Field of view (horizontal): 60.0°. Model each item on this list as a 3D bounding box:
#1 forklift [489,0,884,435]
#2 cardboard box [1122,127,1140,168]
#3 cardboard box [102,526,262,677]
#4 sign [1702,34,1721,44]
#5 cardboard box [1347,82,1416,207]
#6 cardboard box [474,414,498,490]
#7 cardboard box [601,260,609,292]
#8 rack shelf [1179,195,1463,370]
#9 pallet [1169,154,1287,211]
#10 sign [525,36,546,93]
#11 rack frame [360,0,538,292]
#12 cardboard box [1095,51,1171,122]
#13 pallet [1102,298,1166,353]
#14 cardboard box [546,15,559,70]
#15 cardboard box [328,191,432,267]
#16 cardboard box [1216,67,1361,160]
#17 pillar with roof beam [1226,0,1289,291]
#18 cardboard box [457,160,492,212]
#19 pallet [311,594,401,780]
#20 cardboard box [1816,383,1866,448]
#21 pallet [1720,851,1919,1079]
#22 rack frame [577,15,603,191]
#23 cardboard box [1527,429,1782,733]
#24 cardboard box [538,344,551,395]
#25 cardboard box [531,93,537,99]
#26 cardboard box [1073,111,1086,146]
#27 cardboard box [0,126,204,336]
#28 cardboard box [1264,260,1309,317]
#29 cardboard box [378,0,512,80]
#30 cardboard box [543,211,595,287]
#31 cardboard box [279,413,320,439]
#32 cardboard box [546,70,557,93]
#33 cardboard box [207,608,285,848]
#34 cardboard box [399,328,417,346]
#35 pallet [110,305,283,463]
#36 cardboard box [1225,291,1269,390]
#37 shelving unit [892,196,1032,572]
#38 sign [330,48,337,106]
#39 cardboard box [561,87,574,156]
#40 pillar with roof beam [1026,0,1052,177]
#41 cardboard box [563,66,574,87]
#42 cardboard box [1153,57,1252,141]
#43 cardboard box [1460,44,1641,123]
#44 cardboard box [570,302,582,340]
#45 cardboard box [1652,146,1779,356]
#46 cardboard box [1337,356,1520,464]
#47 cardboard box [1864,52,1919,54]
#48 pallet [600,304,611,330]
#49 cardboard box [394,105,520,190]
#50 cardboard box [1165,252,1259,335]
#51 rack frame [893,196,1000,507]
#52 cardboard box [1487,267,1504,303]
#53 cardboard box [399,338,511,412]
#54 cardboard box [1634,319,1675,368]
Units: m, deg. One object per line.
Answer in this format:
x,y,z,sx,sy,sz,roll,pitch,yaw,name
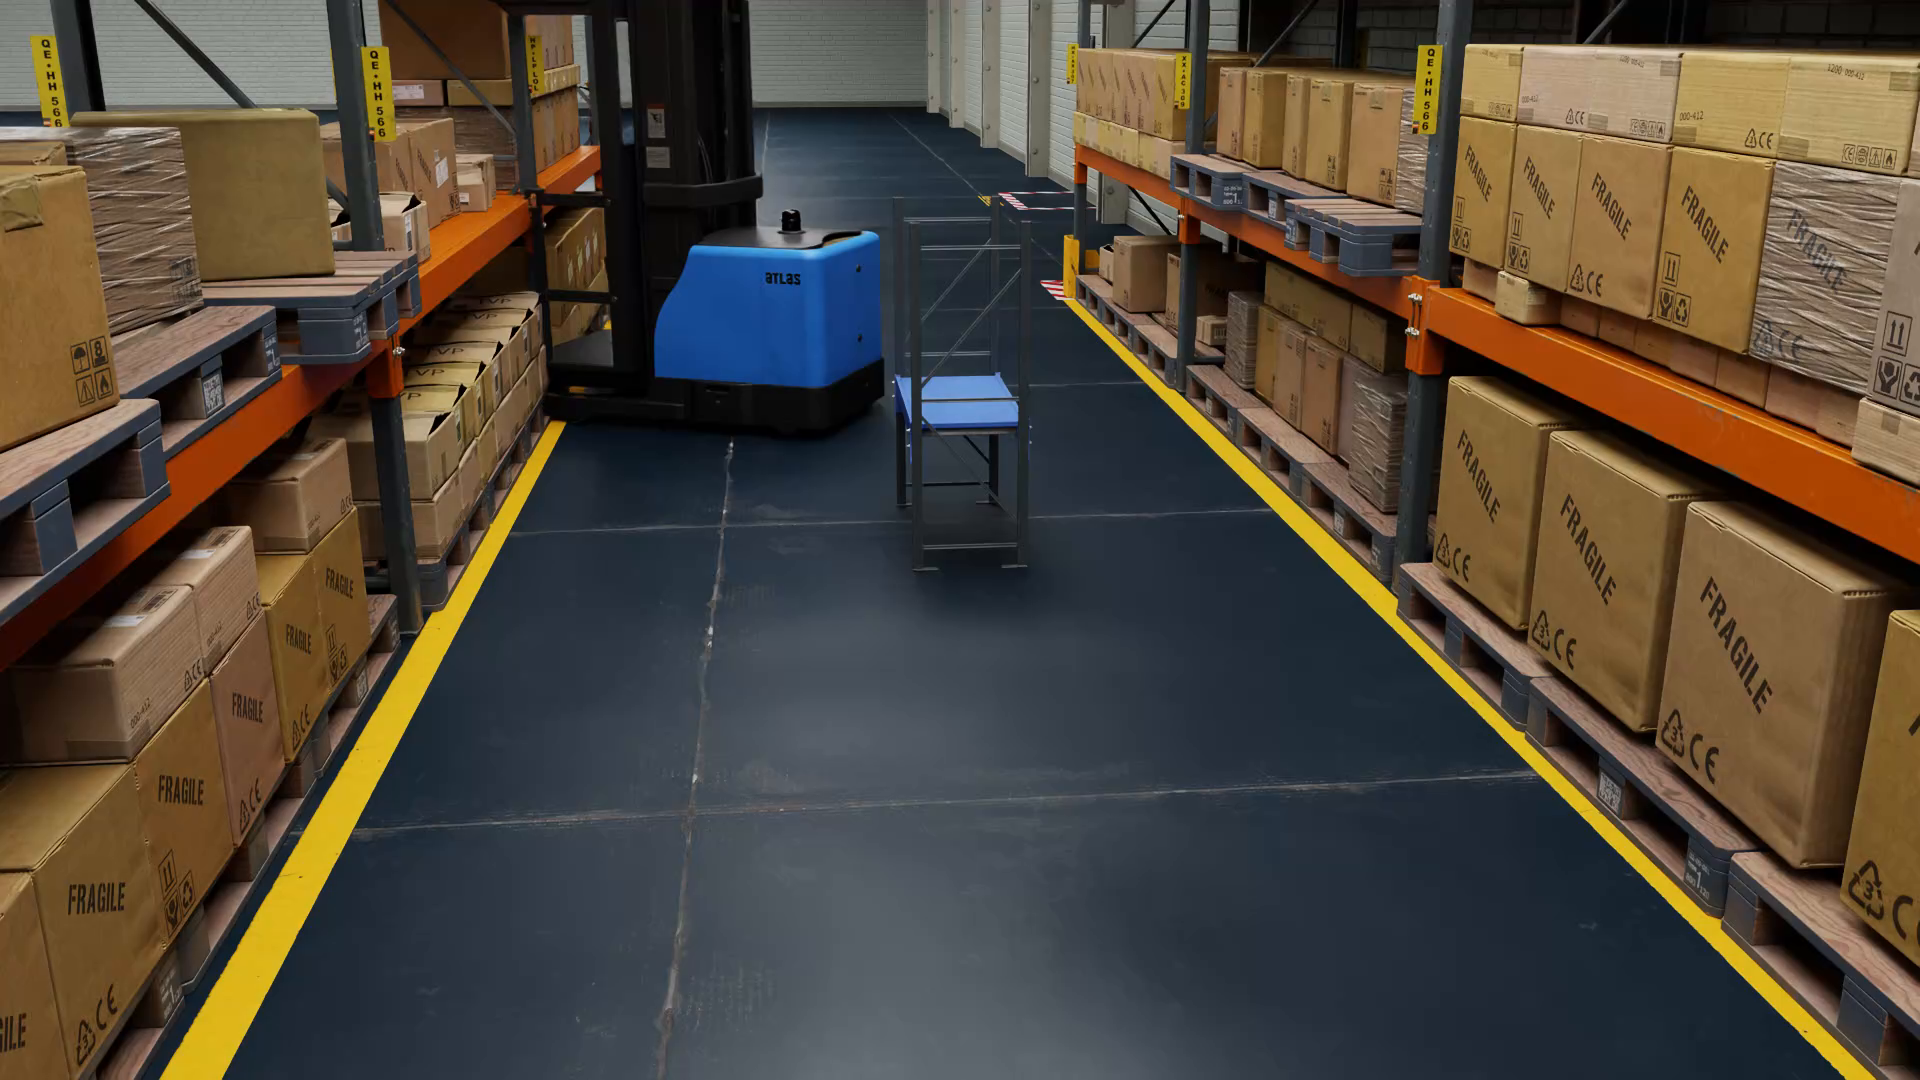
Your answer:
-2.042,-2.239,9.915,3.031,2.935,1.130,6,18,17,forklift
1.439,-2.770,11.709,0.500,0.250,0.500,-2,18,-6,cardboard box
-2.165,0.162,4.341,0.500,0.250,0.500,-2,18,-7,cardboard box
2.864,-1.781,6.409,0.100,0.325,0.005,-2,18,-6,sign
2.169,-1.773,7.416,0.700,0.500,0.500,-3,18,-11,cardboard box
-2.489,-0.414,7.878,0.500,0.250,0.500,-2,18,-7,cardboard box
-3.027,-2.029,13.021,0.500,0.250,0.500,-2,18,-6,cardboard box
2.106,-1.463,8.530,1.077,0.370,4.000,-2,18,-6,rack shelf
1.834,-2.078,9.609,1.003,0.211,1.213,-2,18,-6,pallet
-2.488,-2.782,9.730,0.100,0.325,0.005,-2,18,-6,sign
-3.027,-2.248,9.829,1.000,3.000,0.127,-2,18,-6,rack frame
1.326,-3.436,12.580,0.500,0.500,0.500,-2,18,-7,cardboard box
1.666,-1.635,12.532,1.003,0.211,1.213,-2,18,-6,pallet
-3.286,-3.644,11.945,0.700,0.500,0.500,-2,18,-5,cardboard box
-2.514,-1.286,6.914,0.500,0.311,0.500,-2,18,-6,cardboard box
1.918,-2.507,9.753,0.700,0.500,0.500,-2,18,-5,cardboard box
-1.862,-6.141,12.215,9.100,9.000,0.400,-2,18,-6,pillar with roof beam
-2.754,-1.927,9.033,0.396,0.266,0.258,-2,18,-7,cardboard box
-2.575,0.498,5.739,1.003,0.211,1.213,-2,18,-6,pallet
2.332,-0.305,4.027,0.380,0.149,0.250,-2,18,-6,cardboard box
2.570,1.084,3.871,1.003,0.211,1.213,-2,18,-6,pallet
-3.440,-3.440,13.625,1.000,3.000,0.127,-2,18,-6,rack frame
2.342,0.099,5.241,0.750,0.750,0.750,-2,18,-6,cardboard box
-2.696,-1.022,9.813,0.500,0.250,0.500,-2,18,-6,cardboard box
-2.945,-2.921,10.723,0.380,0.149,0.250,-2,18,-6,cardboard box
1.222,-3.377,13.641,0.500,0.250,0.500,-2,18,-7,cardboard box
-2.533,-0.842,4.482,0.700,0.500,0.500,1,17,5,cardboard box
2.041,-1.427,9.402,0.500,0.250,0.500,-2,18,-7,cardboard box
-3.079,-3.047,10.040,0.700,0.500,0.500,-2,18,-5,cardboard box
-2.920,-2.089,11.960,0.500,0.500,0.500,-2,18,-6,cardboard box
-2.913,-0.361,6.771,0.500,0.311,0.500,-1,17,-4,cardboard box
-3.049,-3.227,11.697,0.380,0.149,0.250,-2,18,-6,cardboard box
-2.171,0.508,4.489,0.500,0.500,0.500,-2,18,-8,cardboard box
-3.131,-0.970,8.711,0.500,0.311,0.500,-2,18,-7,cardboard box
-2.409,-0.385,4.217,1.003,0.211,1.213,-2,18,-6,pallet
1.992,-1.200,9.932,0.700,0.500,0.500,-1,17,-4,cardboard box
-0.009,-0.741,7.533,0.538,1.500,1.048,-2,18,-6,shelving unit
-3.579,-2.681,9.632,0.100,0.325,0.005,-2,18,-6,sign
-3.345,-3.191,12.668,0.700,0.500,0.500,-1,17,-4,cardboard box
-3.100,-9.716,23.603,9.100,9.000,0.400,-2,18,-6,pillar with roof beam
-3.156,-3.535,12.678,0.380,0.149,0.250,-2,18,-6,cardboard box
1.544,-2.829,10.646,0.500,0.500,0.500,-2,18,-6,cardboard box
2.106,-1.615,5.866,0.500,0.250,0.500,-1,17,-4,cardboard box
-2.820,-1.433,11.123,0.500,0.250,0.500,-2,18,-6,cardboard box
2.264,-0.798,4.513,0.500,0.500,0.500,-1,17,-4,cardboard box
2.249,-0.598,8.011,0.700,0.500,0.500,-2,18,-6,cardboard box
2.770,-1.181,4.482,0.500,0.250,0.500,-2,18,-7,cardboard box
-3.319,-1.883,13.321,1.003,0.211,1.213,-2,18,-6,pallet
-3.079,-2.428,10.235,0.700,0.500,0.500,-2,18,-7,cardboard box
1.753,-1.727,11.610,0.500,0.500,0.500,-3,18,-10,cardboard box
-0.061,-0.892,8.016,0.500,1.500,0.032,-2,18,-6,rack frame
2.133,-0.919,5.984,0.380,0.149,0.250,-2,17,-5,cardboard box
-2.543,-0.839,8.294,0.500,0.311,0.500,-2,18,-6,cardboard box
2.276,-0.612,5.005,0.380,0.149,0.250,-2,17,-5,cardboard box
